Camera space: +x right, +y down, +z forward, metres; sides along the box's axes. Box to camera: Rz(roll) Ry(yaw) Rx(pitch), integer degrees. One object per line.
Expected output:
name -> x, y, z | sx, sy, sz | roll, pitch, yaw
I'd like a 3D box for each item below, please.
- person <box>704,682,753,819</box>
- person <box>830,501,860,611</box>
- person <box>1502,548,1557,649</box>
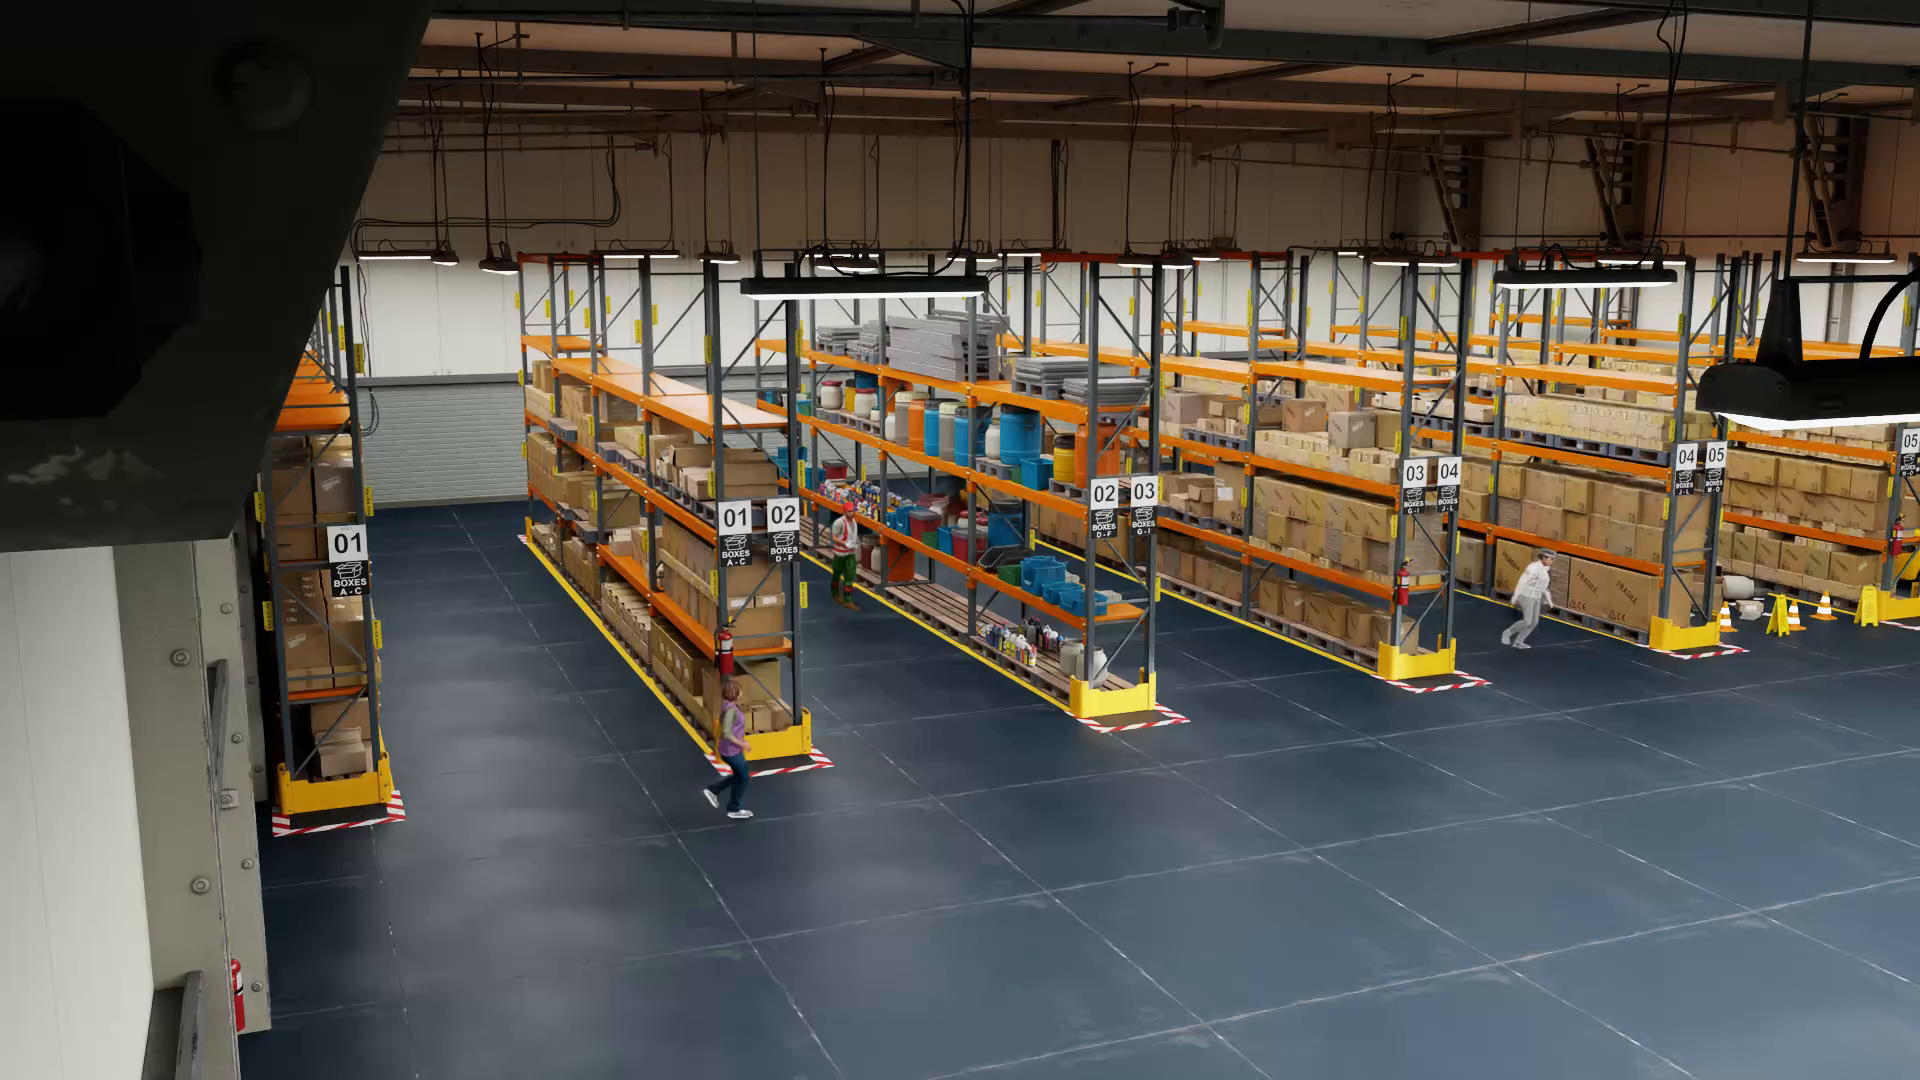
person -> -2.541, 2.307, 18.135 | 0.546, 1.566, 0.563 | -1, 10, -6
person -> -1.922, 0.236, 27.240 | 0.628, 1.793, 0.794 | -9, 14, -40
person -> 8.801, 0.903, 25.640 | 0.708, 1.590, 0.583 | -8, 13, -36
